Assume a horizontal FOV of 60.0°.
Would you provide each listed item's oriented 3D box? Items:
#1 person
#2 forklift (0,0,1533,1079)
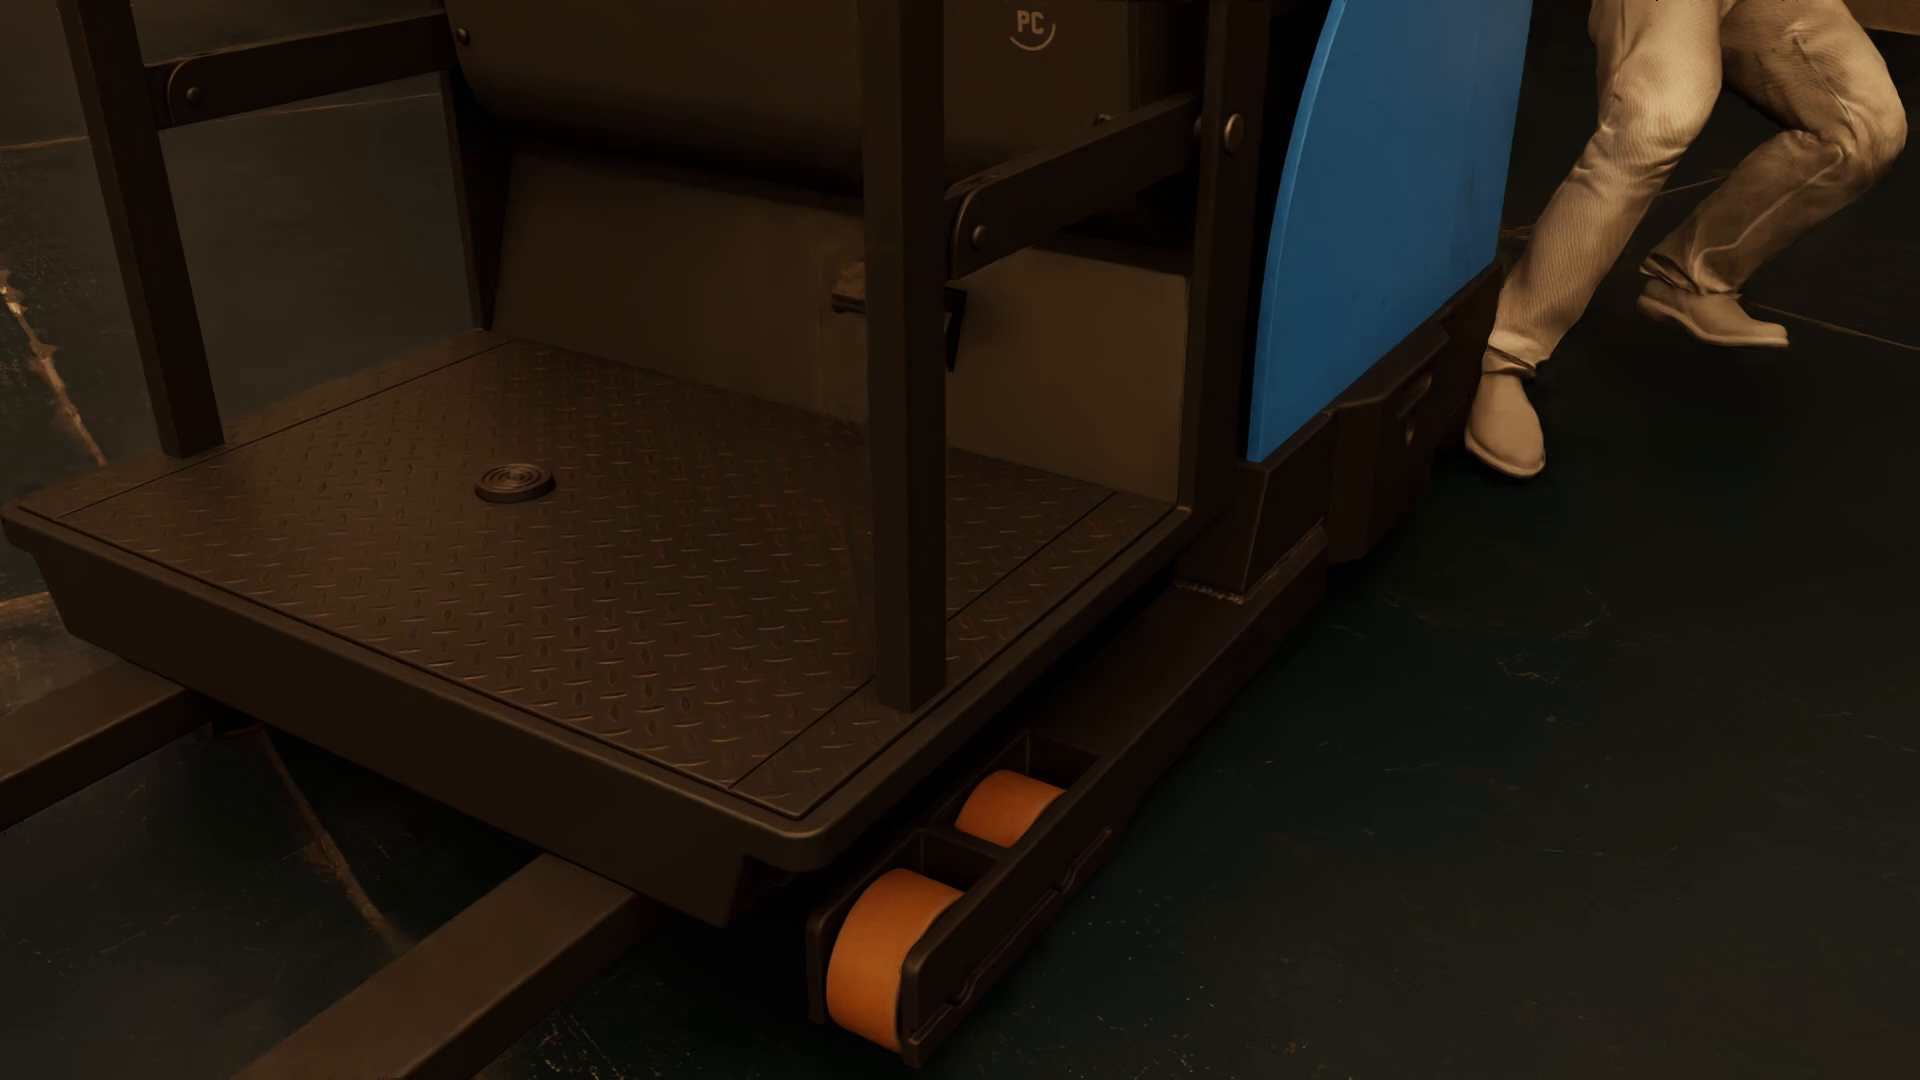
[{"bbox_3d":[1.489,-0.979,2.763,1.567,1.483,0.801,-13,30,-25],"label":"person"},{"bbox_3d":[-0.318,-1.073,1.371,1.130,2.935,3.031,16,31,29],"label":"forklift"}]
